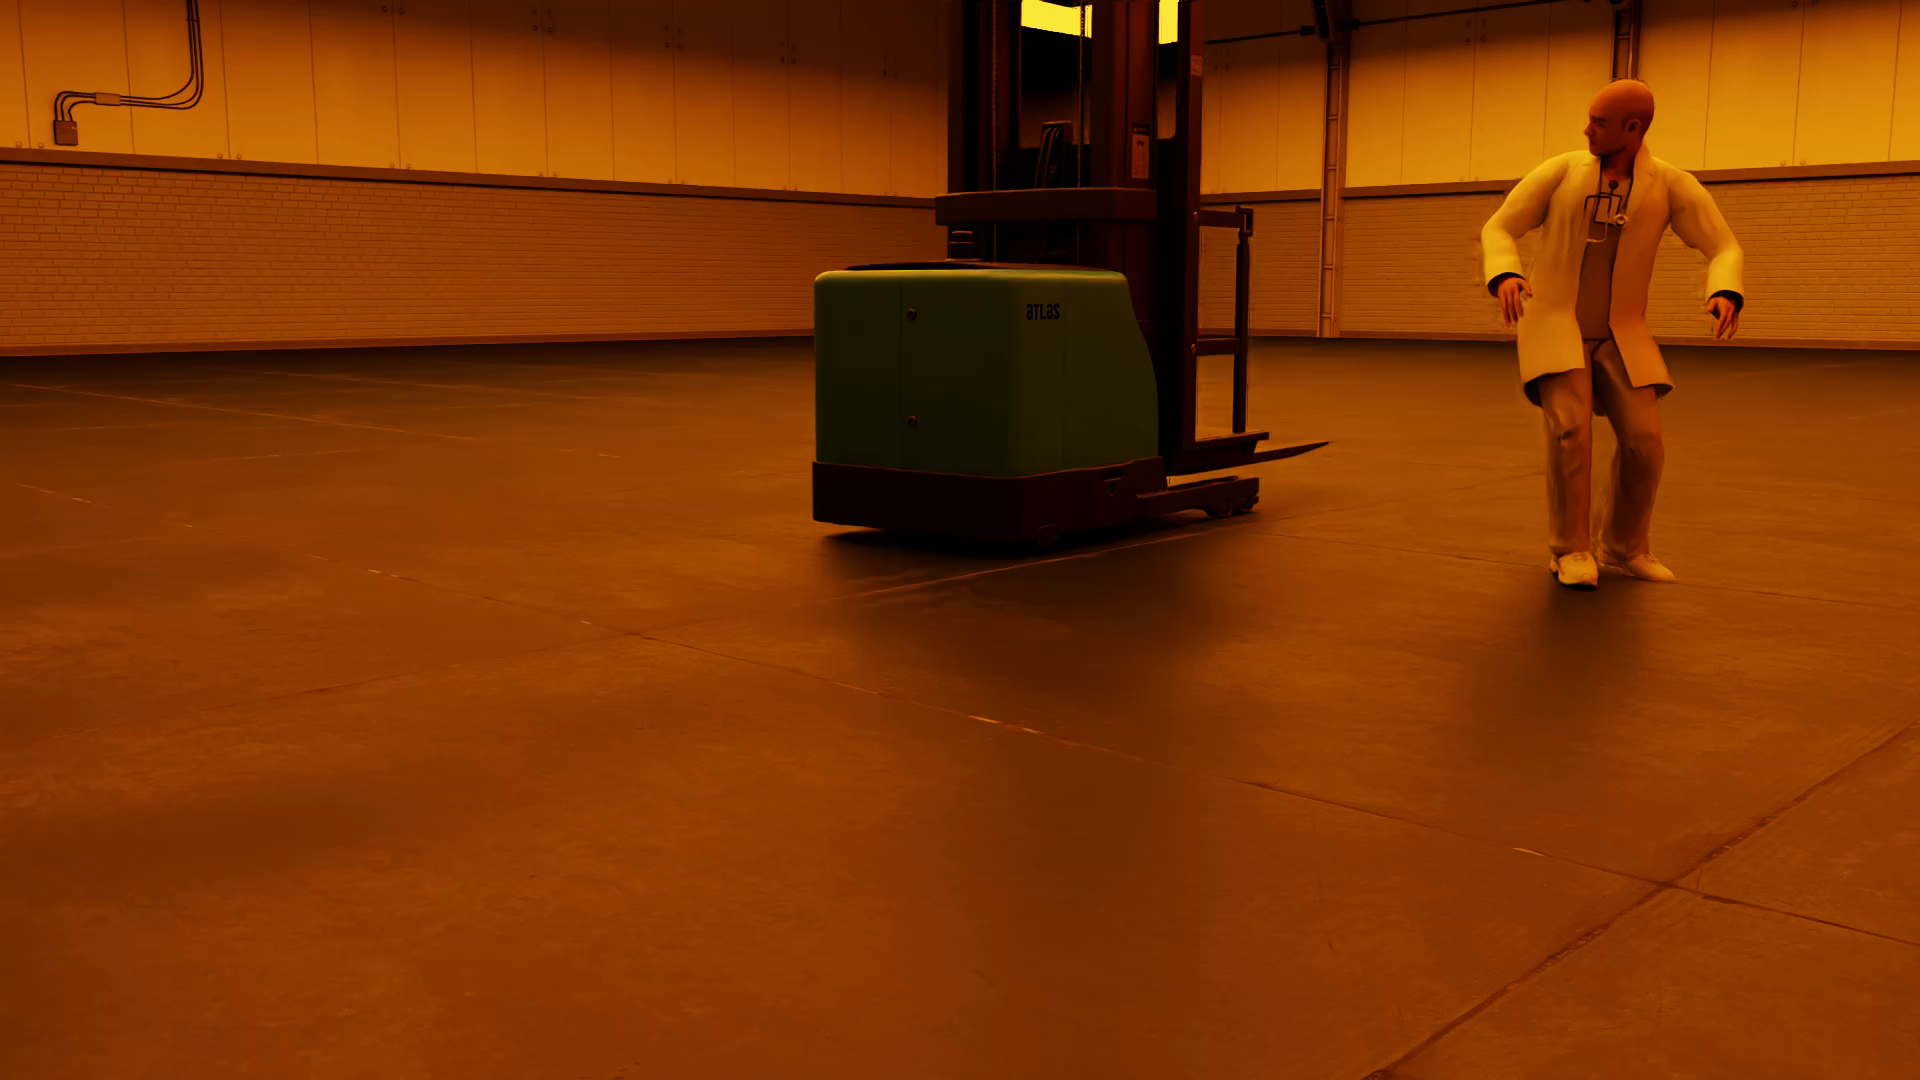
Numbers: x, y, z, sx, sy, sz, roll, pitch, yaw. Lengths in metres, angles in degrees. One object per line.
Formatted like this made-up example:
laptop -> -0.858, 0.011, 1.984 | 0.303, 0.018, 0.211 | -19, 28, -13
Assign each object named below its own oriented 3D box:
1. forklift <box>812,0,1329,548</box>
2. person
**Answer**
forklift -> 0.707, -1.590, 7.431 | 1.130, 2.935, 3.031 | 7, 11, 38
person -> 2.214, -0.680, 5.664 | 0.836, 1.722, 0.678 | 1, 9, 8
